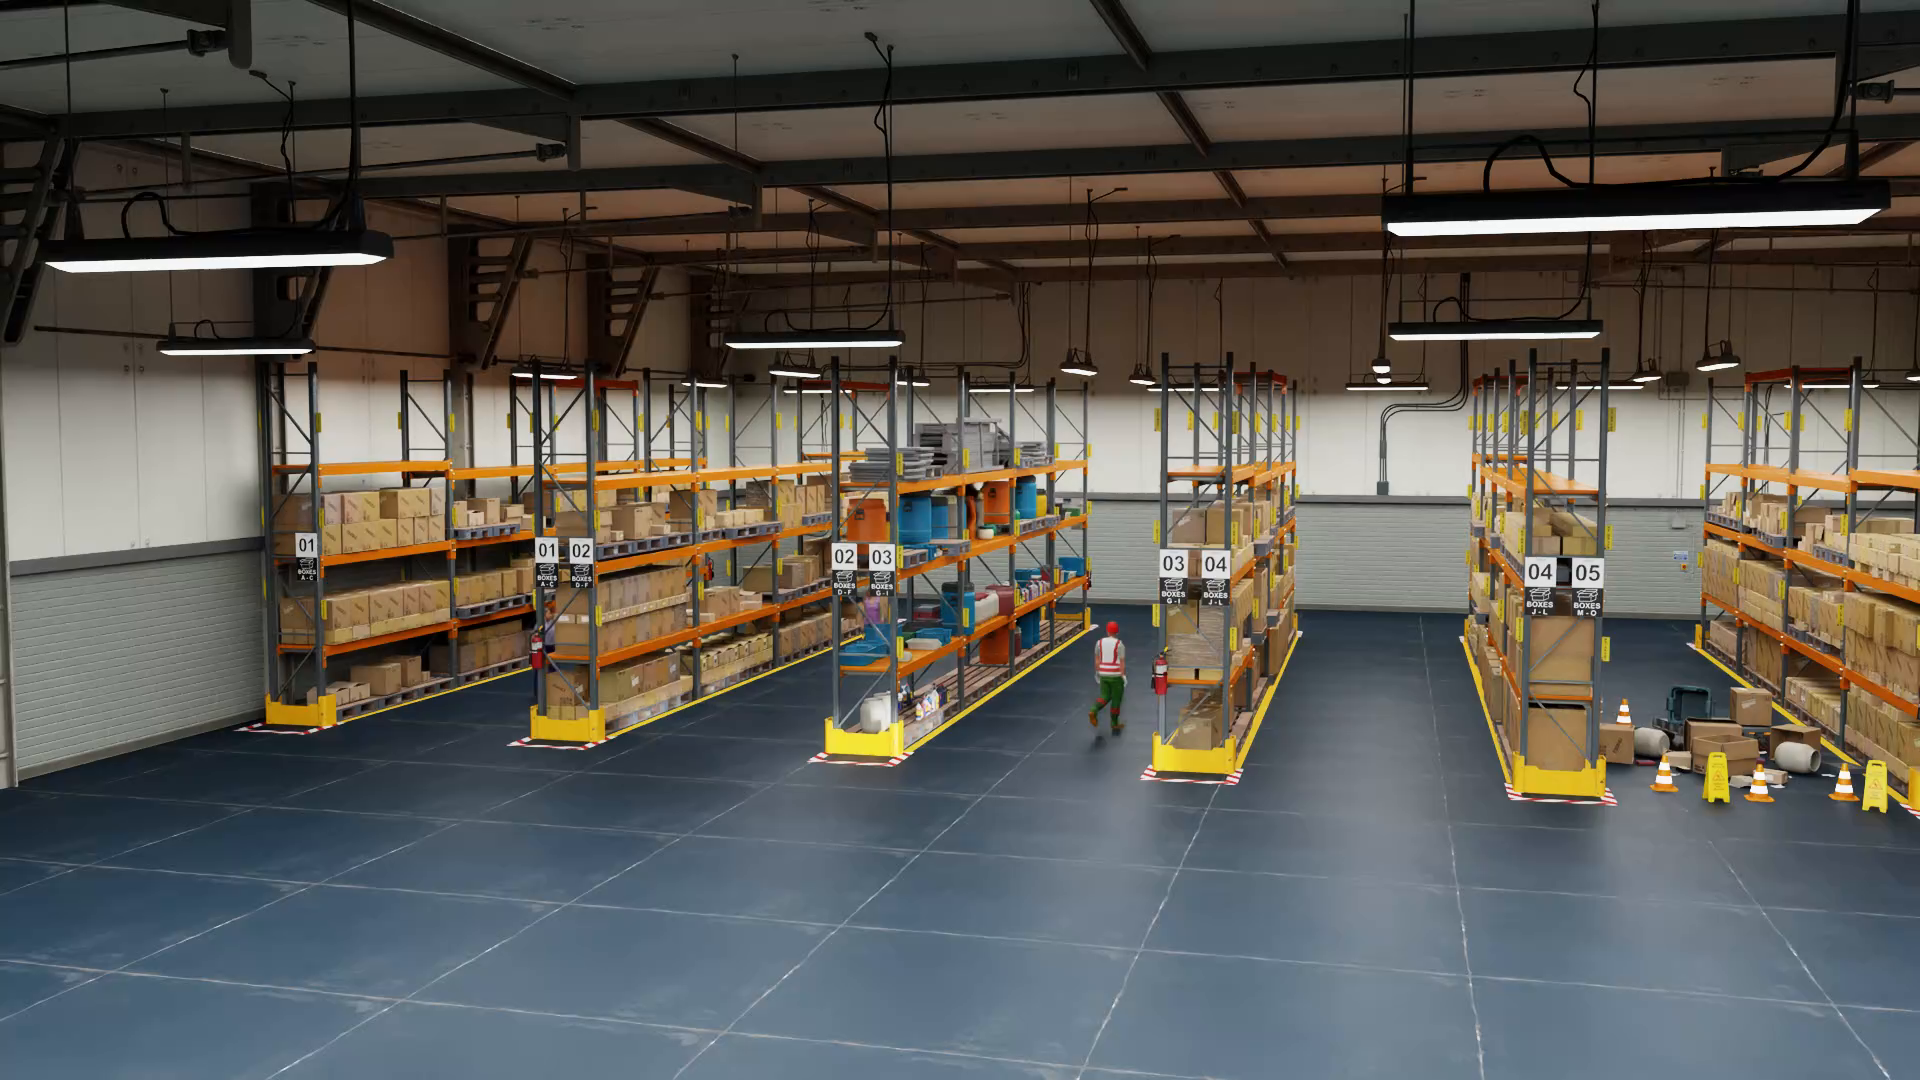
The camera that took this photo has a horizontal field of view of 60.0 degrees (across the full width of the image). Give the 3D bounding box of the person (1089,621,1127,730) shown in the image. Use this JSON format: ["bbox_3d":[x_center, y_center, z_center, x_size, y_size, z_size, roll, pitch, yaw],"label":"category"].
[{"bbox_3d":[2.421,2.205,27.026,0.725,1.777,0.549,-3,5,-41],"label":"person"}]

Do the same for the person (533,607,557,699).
[{"bbox_3d":[-7.535,2.056,30.287,0.390,1.670,0.572,3,5,39],"label":"person"}]

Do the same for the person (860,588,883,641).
[{"bbox_3d":[-1.801,1.754,34.317,0.447,1.560,0.624,1,4,12],"label":"person"}]
